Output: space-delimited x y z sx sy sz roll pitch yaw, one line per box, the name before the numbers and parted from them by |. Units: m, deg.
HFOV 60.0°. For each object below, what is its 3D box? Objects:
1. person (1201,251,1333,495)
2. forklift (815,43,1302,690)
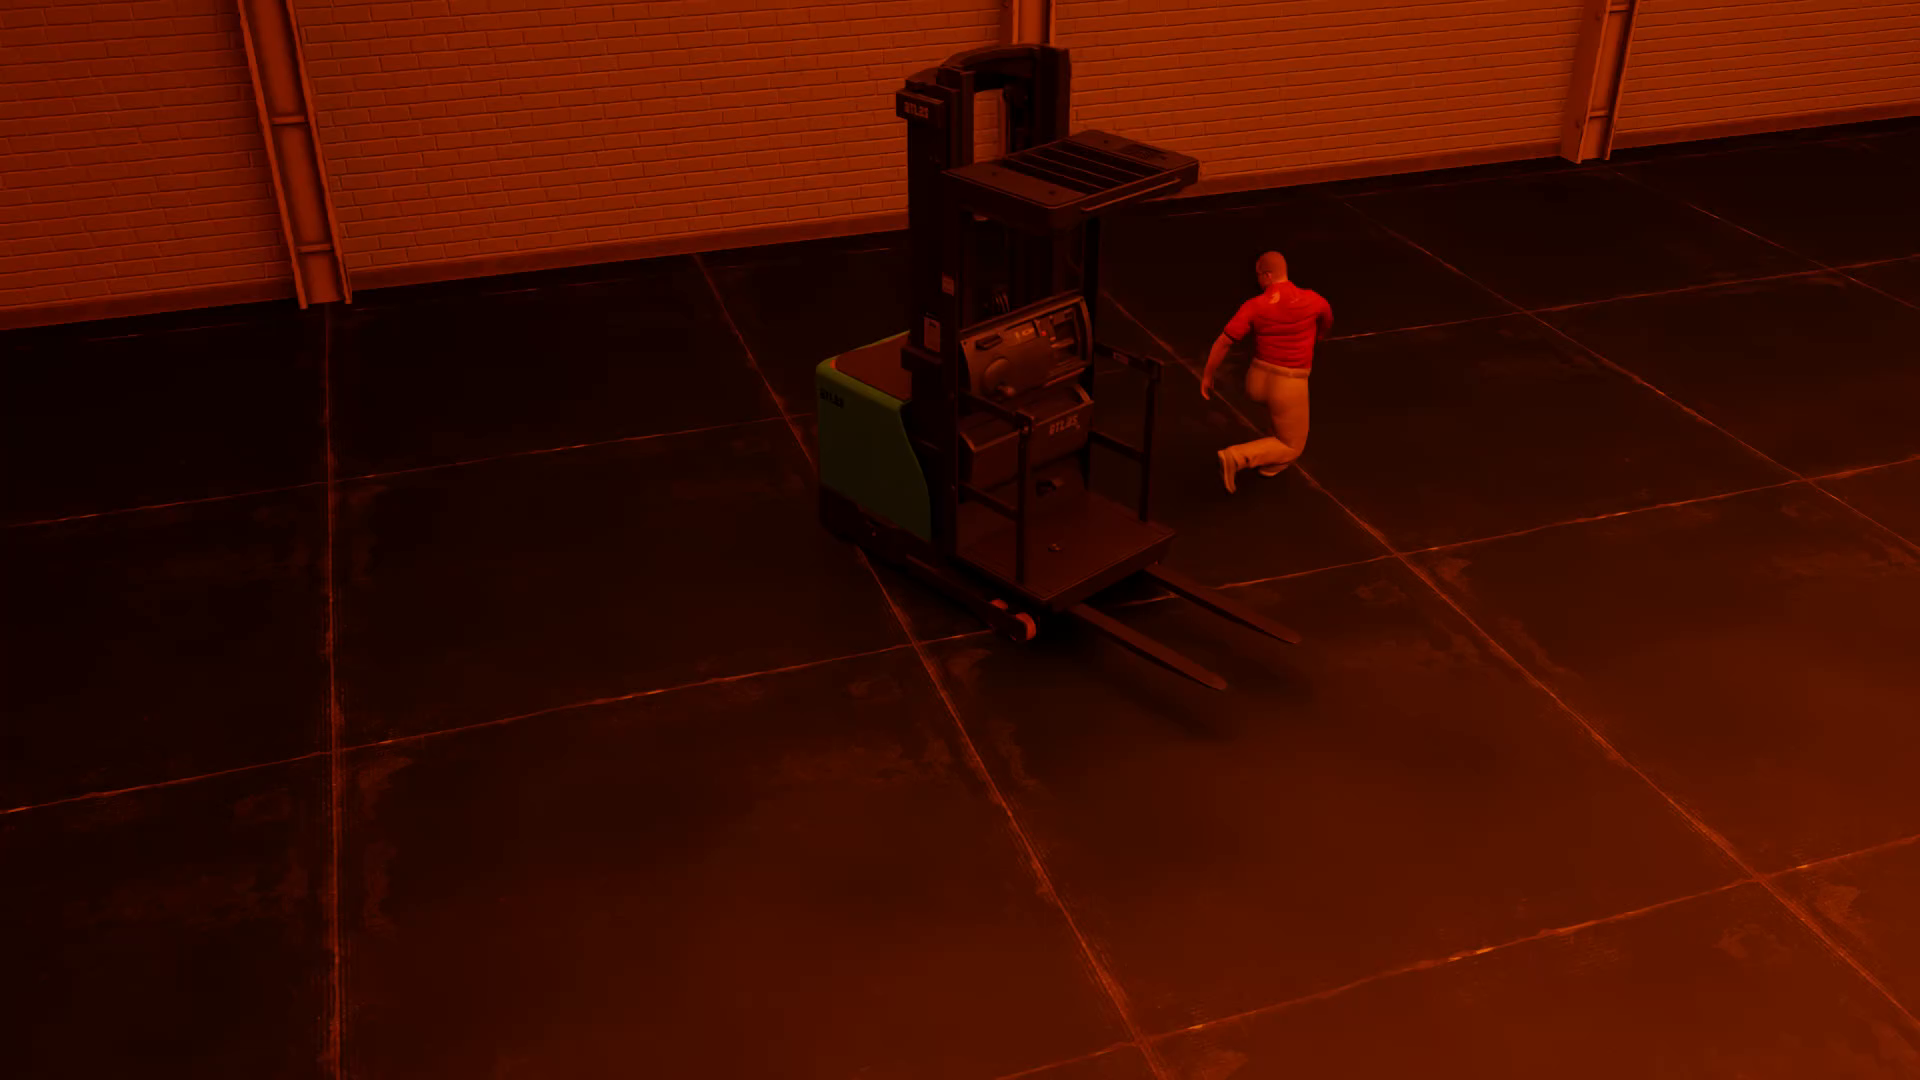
person | 1.903 -1.037 10.389 0.636 1.503 0.897 24 38 35
forklift | 0.510 -0.997 8.819 1.130 2.935 3.031 -25 38 -36
